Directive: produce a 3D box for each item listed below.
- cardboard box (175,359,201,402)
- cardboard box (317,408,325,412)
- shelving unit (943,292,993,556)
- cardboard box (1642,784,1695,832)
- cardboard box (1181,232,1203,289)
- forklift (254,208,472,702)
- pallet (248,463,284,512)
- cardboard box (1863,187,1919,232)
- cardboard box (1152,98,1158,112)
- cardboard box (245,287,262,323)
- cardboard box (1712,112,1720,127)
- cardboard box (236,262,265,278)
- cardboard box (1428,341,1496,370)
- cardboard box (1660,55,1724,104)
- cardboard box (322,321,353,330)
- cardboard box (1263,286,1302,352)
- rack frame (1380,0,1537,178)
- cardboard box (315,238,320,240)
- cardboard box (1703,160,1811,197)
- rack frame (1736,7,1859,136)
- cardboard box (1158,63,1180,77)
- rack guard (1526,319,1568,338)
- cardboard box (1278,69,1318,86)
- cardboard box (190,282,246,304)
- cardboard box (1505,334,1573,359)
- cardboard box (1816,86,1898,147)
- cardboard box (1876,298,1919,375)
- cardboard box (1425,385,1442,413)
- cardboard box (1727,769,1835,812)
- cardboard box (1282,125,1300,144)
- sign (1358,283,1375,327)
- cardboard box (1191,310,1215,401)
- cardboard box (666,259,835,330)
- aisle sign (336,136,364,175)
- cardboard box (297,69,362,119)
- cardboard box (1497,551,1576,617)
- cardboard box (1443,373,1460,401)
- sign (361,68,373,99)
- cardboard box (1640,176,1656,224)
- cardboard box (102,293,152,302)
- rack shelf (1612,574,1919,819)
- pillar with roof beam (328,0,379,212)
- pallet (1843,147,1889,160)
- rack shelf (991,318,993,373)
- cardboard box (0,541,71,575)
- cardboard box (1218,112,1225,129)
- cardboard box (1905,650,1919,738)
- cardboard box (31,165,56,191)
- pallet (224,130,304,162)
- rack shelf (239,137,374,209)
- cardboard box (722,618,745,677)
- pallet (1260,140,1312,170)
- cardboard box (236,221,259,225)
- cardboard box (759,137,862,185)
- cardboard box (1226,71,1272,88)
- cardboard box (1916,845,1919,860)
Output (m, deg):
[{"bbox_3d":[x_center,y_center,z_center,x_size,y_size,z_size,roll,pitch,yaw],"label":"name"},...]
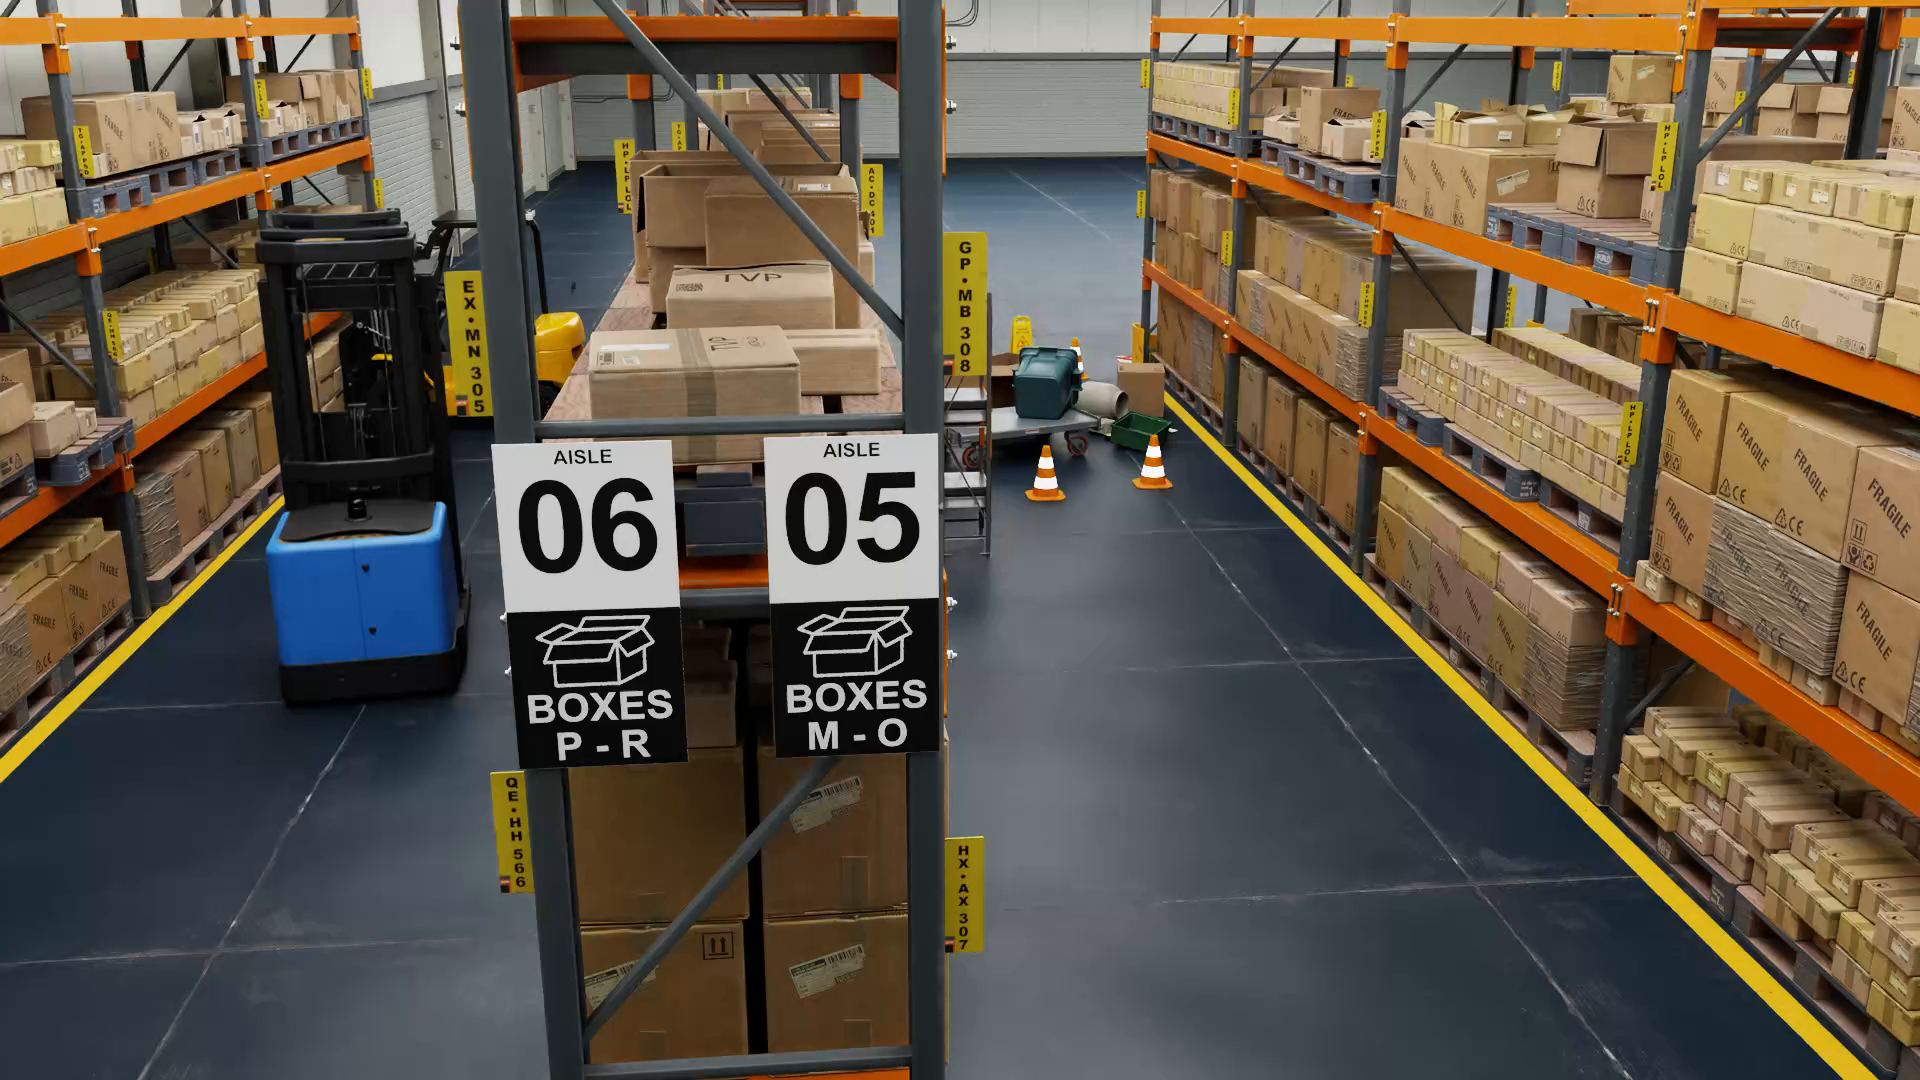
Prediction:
[{"bbox_3d":[-6.214,-1.232,12.845,0.500,0.250,0.500,-2,18,-7],"label":"cardboard box"},{"bbox_3d":[-6.437,-1.095,16.048,0.500,0.250,0.500,-2,18,-5],"label":"cardboard box"},{"bbox_3d":[0.017,-0.952,13.205,0.431,2.100,0.503,-2,18,-6],"label":"shelving unit"},{"bbox_3d":[3.704,1.351,8.425,0.380,0.149,0.250,-1,17,-4],"label":"cardboard box"},{"bbox_3d":[2.911,-3.054,18.146,0.875,0.550,0.500,-2,18,-6],"label":"cardboard box"},{"bbox_3d":[-4.042,-0.801,11.335,1.130,2.935,3.031,-4,18,-13],"label":"forklift"},{"bbox_3d":[-6.602,-0.504,14.930,1.003,0.211,1.213,-2,18,-6],"label":"pallet"},{"bbox_3d":[3.836,-1.308,6.577,0.380,0.149,0.250,-1,17,-3],"label":"cardboard box"},{"bbox_3d":[2.437,-5.029,19.232,0.380,0.149,0.250,-2,18,-5],"label":"cardboard box"},{"bbox_3d":[-6.411,-2.081,14.714,0.500,0.250,0.500,-2,18,-7],"label":"cardboard box"},{"bbox_3d":[7.820,-4.233,16.731,0.380,0.149,0.250,-2,17,-5],"label":"cardboard box"},{"bbox_3d":[-6.488,-2.513,15.424,0.380,0.149,0.250,-2,18,-7],"label":"cardboard box"},{"bbox_3d":[3.452,-1.266,11.426,0.380,0.149,0.250,-2,18,-6],"label":"cardboard box"},{"bbox_3d":[8.077,-5.110,18.441,0.500,0.500,0.500,-2,18,-6],"label":"cardboard box"},{"bbox_3d":[-6.651,-2.180,17.834,0.500,0.250,0.500,-2,17,-5],"label":"cardboard box"},{"bbox_3d":[3.022,-1.973,14.788,0.500,0.500,0.500,-2,18,-6],"label":"cardboard box"},{"bbox_3d":[3.546,-4.061,11.588,1.000,3.000,0.127,-2,18,-6],"label":"rack frame"},{"bbox_3d":[-6.709,-3.111,16.832,0.380,0.149,0.250,-2,18,-5],"label":"cardboard box"},{"bbox_3d":[3.748,-1.701,7.829,0.380,0.149,0.250,-2,18,-7],"label":"cardboard box"},{"bbox_3d":[8.078,-5.375,15.776,1.000,3.000,0.127,-2,18,-6],"label":"rack frame"},{"bbox_3d":[2.464,-5.338,18.883,0.380,0.149,0.250,-2,18,-5],"label":"cardboard box"},{"bbox_3d":[7.673,-2.490,20.773,1.175,0.500,0.348,-2,18,-6],"label":"rack guard"},{"bbox_3d":[3.381,-4.600,16.534,0.380,0.149,0.250,-2,18,-6],"label":"cardboard box"},{"bbox_3d":[-6.284,-2.090,14.076,0.380,0.149,0.250,-2,18,-7],"label":"cardboard box"},{"bbox_3d":[4.076,-1.356,11.713,0.380,0.149,0.250,-2,18,-6],"label":"cardboard box"},{"bbox_3d":[8.126,-3.770,14.797,0.797,0.503,0.637,-1,17,-3],"label":"cardboard box"},{"bbox_3d":[3.889,-0.760,6.331,0.500,0.250,0.500,-1,17,-3],"label":"cardboard box"},{"bbox_3d":[3.447,-0.979,11.506,0.380,0.149,0.250,-1,17,-3],"label":"cardboard box"},{"bbox_3d":[3.882,1.213,7.870,0.380,0.149,0.250,-2,18,-7],"label":"cardboard box"},{"bbox_3d":[3.020,-3.524,14.437,0.380,0.149,0.250,-2,18,-6],"label":"cardboard box"},{"bbox_3d":[2.994,-1.733,12.255,0.100,0.325,0.005,-2,18,-6],"label":"sign"},{"bbox_3d":[3.042,-2.035,17.996,0.875,0.875,0.875,-2,18,-5],"label":"cardboard box"},{"bbox_3d":[-0.647,-0.716,5.223,0.500,0.311,0.500,-1,17,-5],"label":"cardboard box"},{"bbox_3d":[-6.844,-4.513,18.705,0.394,0.787,0.004,-2,18,-6],"label":"aisle sign"},{"bbox_3d":[-6.841,-4.847,18.065,0.500,0.500,0.500,-1,17,-4],"label":"cardboard box"},{"bbox_3d":[3.591,0.260,10.061,0.500,0.250,0.500,-1,17,-3],"label":"cardboard box"},{"bbox_3d":[3.484,-1.035,11.189,0.380,0.149,0.250,-2,18,-5],"label":"cardboard box"},{"bbox_3d":[-6.588,-5.073,18.473,0.100,0.325,0.005,-2,18,-6],"label":"sign"},{"bbox_3d":[4.077,-1.864,9.047,0.500,0.311,0.500,-2,18,-6],"label":"cardboard box"},{"bbox_3d":[-6.815,-1.917,13.525,0.380,0.149,0.250,-2,18,-6],"label":"cardboard box"},{"bbox_3d":[4.165,0.932,6.900,1.077,0.370,4.000,-2,18,-6],"label":"rack shelf"},{"bbox_3d":[-4.290,-7.792,23.473,9.100,9.000,0.400,-2,18,-6],"label":"pillar with roof beam"},{"bbox_3d":[8.145,-3.359,14.673,1.213,0.211,1.003,-2,18,-6],"label":"pallet"},{"bbox_3d":[0.017,-1.607,13.000,0.431,0.518,0.480,-2,18,-6],"label":"rack shelf"},{"bbox_3d":[-5.959,0.121,10.672,0.380,0.149,0.250,-2,18,-7],"label":"cardboard box"},{"bbox_3d":[2.752,-4.123,16.346,0.380,0.149,0.250,-1,17,-5],"label":"cardboard box"},{"bbox_3d":[3.959,0.565,6.205,0.500,0.500,0.500,-2,18,-5],"label":"cardboard box"},{"bbox_3d":[-6.028,-2.312,10.612,0.380,0.149,0.250,-1,17,-5],"label":"cardboard box"},{"bbox_3d":[-6.830,-3.695,15.578,1.003,0.211,1.213,-2,18,-6],"label":"pallet"},{"bbox_3d":[-6.923,-3.736,16.764,1.077,0.370,4.000,-2,18,-6],"label":"rack shelf"},{"bbox_3d":[-0.912,0.552,5.074,0.500,0.500,0.500,-2,18,-5],"label":"cardboard box"},{"bbox_3d":[3.277,-3.458,14.996,0.805,0.209,1.217,-2,18,-8],"label":"pallet"},{"bbox_3d":[-7.176,-3.175,17.036,0.380,0.149,0.250,-2,18,-5],"label":"cardboard box"},{"bbox_3d":[-0.757,-1.774,8.445,0.500,0.500,0.500,-2,18,-7],"label":"cardboard box"},{"bbox_3d":[2.779,-4.429,15.989,0.380,0.149,0.250,-2,18,-6],"label":"cardboard box"},{"bbox_3d":[4.379,1.431,7.176,0.380,0.149,0.250,-2,18,-6],"label":"cardboard box"}]
